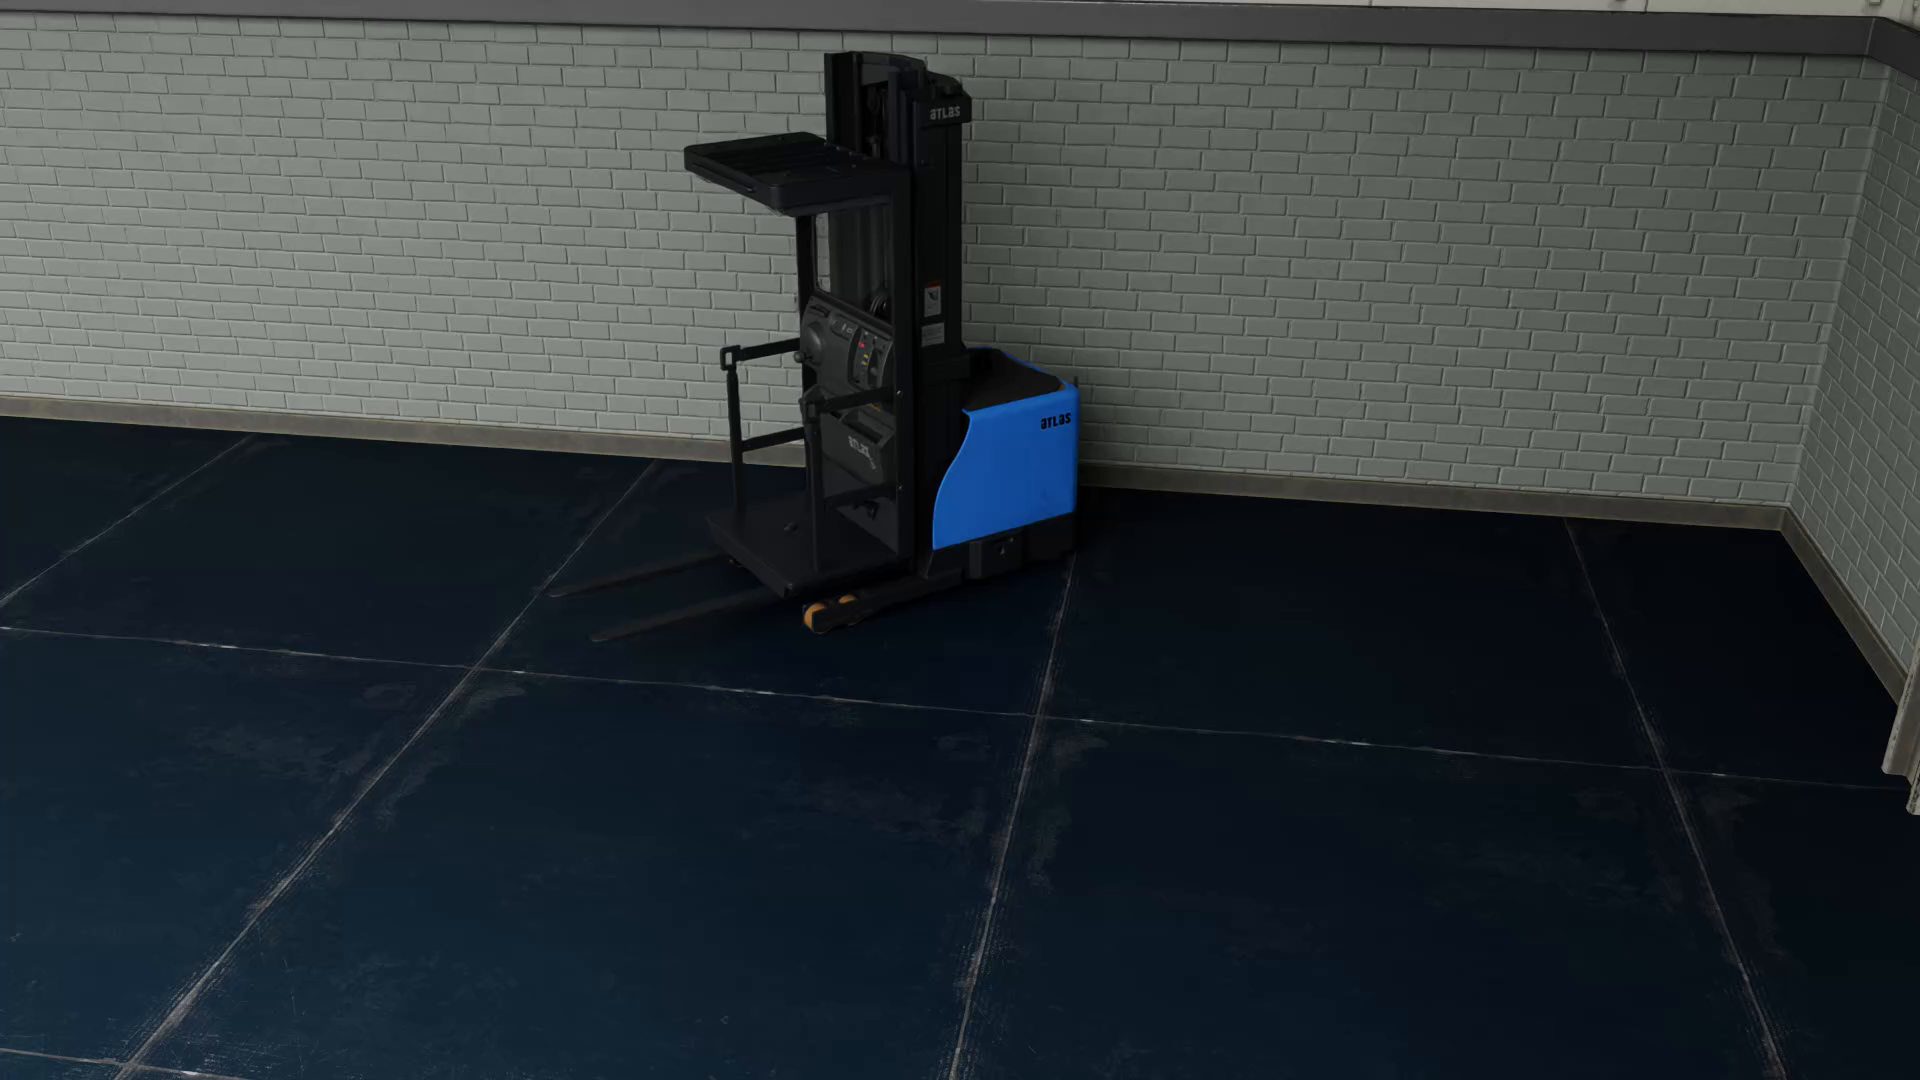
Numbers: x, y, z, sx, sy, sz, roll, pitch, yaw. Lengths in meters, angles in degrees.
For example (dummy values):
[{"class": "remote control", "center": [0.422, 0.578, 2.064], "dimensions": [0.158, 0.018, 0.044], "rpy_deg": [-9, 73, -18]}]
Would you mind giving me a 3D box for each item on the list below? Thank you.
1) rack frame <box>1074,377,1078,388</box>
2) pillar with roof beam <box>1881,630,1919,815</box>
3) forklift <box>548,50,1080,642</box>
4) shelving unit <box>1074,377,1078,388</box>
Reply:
[{"class": "rack frame", "center": [0.607, -0.603, 10.477], "dimensions": [0.240, 0.900, 0.006], "rpy_deg": [4, 24, 8]}, {"class": "pillar with roof beam", "center": [0.268, -3.197, 6.466], "dimensions": [9.100, 9.000, 0.400], "rpy_deg": [4, 25, 9]}, {"class": "forklift", "center": [-0.804, -1.066, 9.071], "dimensions": [3.031, 2.935, 1.130], "rpy_deg": [-15, 29, -29]}, {"class": "shelving unit", "center": [0.591, -0.562, 10.385], "dimensions": [0.258, 0.900, 0.210], "rpy_deg": [4, 24, 8]}]
